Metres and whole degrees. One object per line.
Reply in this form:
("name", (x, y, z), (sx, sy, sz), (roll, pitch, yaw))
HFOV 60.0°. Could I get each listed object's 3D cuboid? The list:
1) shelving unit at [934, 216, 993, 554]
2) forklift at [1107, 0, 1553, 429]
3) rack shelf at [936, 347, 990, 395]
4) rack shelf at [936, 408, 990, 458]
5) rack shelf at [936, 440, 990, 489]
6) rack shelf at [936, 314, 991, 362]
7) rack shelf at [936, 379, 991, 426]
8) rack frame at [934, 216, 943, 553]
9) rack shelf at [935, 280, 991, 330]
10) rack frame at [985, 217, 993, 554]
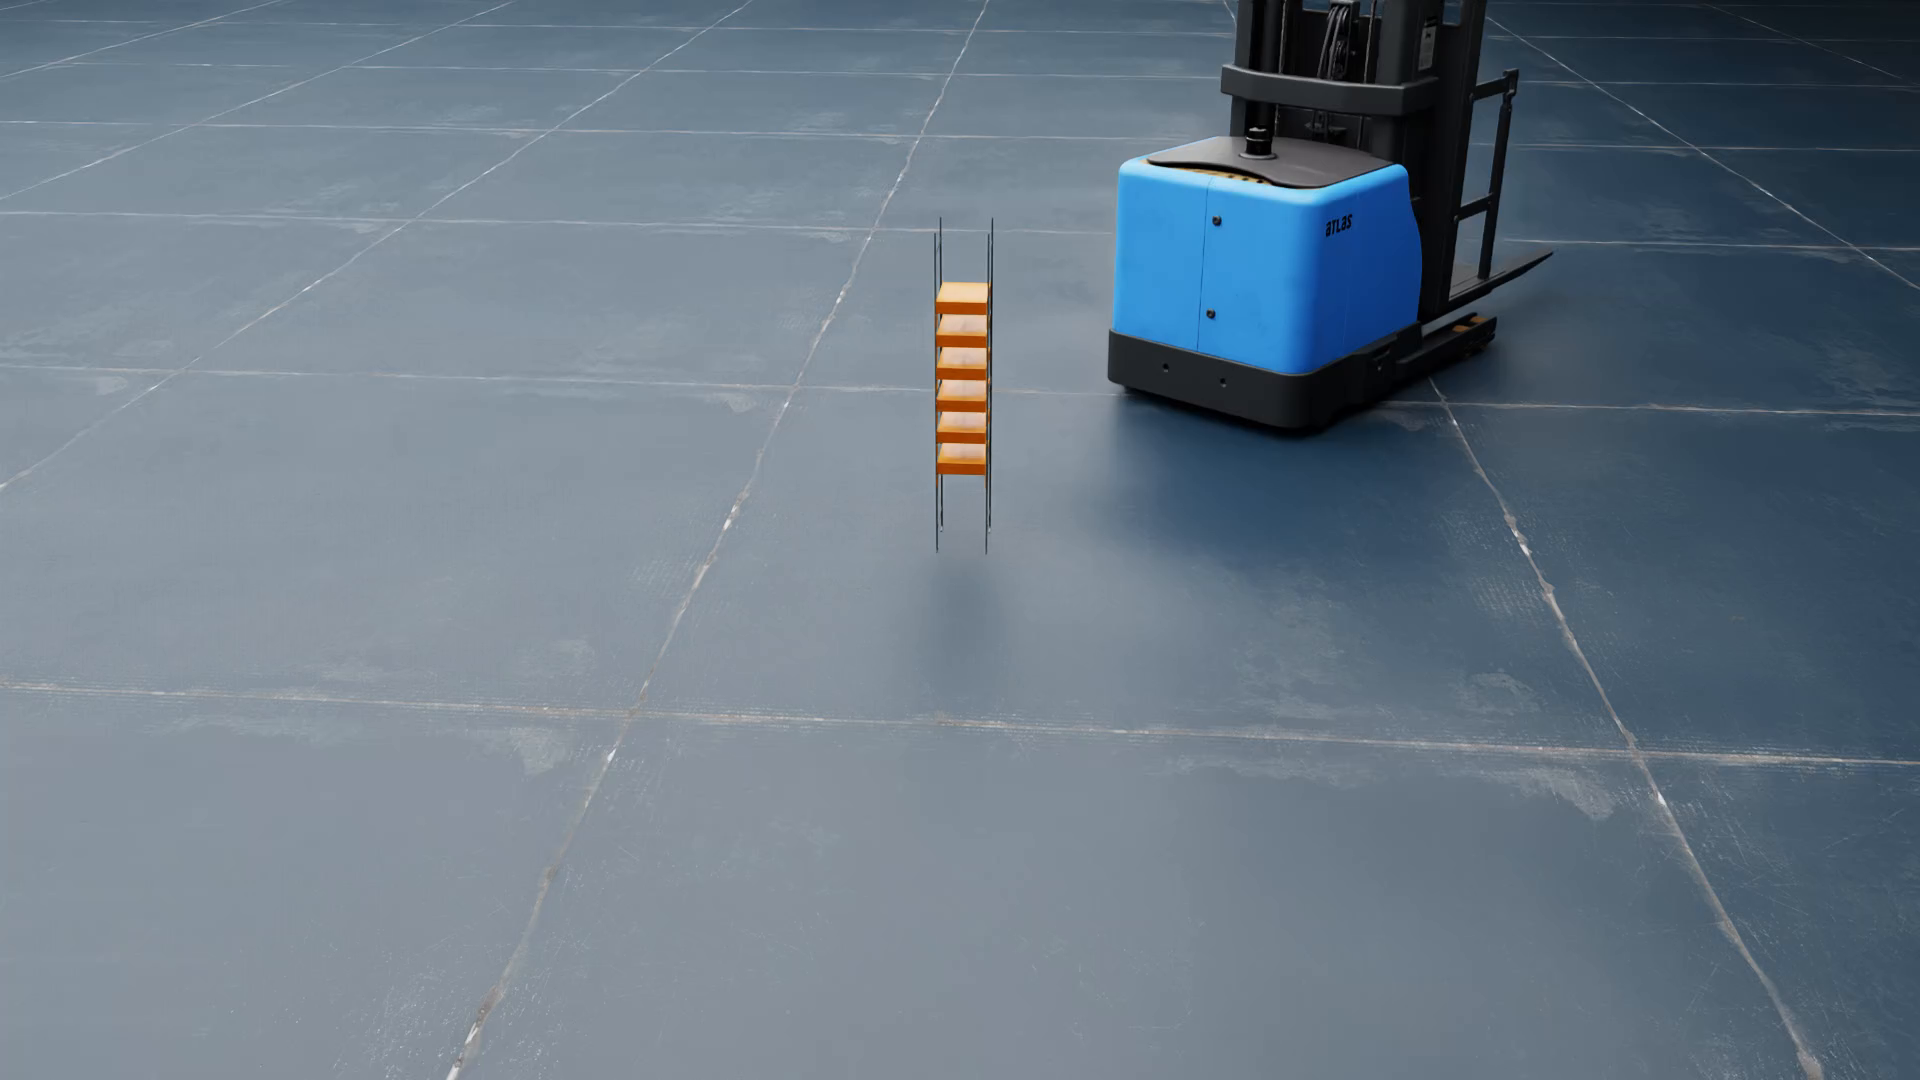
("shelving unit", (0.014, -0.545, 5.998), (0.189, 1.200, 0.258), (2, 25, 4))
("forklift", (2.032, -2.345, 7.841), (1.130, 2.935, 3.031), (20, 31, 37))
("rack shelf", (0.014, -0.613, 5.967), (0.180, 0.103, 0.258), (2, 25, 4))
("rack shelf", (0.014, -0.395, 6.067), (0.180, 0.103, 0.258), (2, 25, 4))
("rack shelf", (0.014, -0.286, 6.117), (0.180, 0.103, 0.258), (2, 25, 4))
("rack shelf", (0.014, -0.722, 5.916), (0.180, 0.103, 0.258), (2, 25, 4))
("rack shelf", (0.014, -0.504, 6.017), (0.180, 0.103, 0.258), (2, 25, 4))
("rack frame", (-0.077, -0.548, 6.005), (0.006, 1.200, 0.240), (2, 25, 4))
("rack shelf", (0.014, -0.831, 5.866), (0.180, 0.103, 0.258), (2, 25, 4))
("rack frame", (0.106, -0.542, 5.992), (0.006, 1.200, 0.240), (2, 25, 4))
